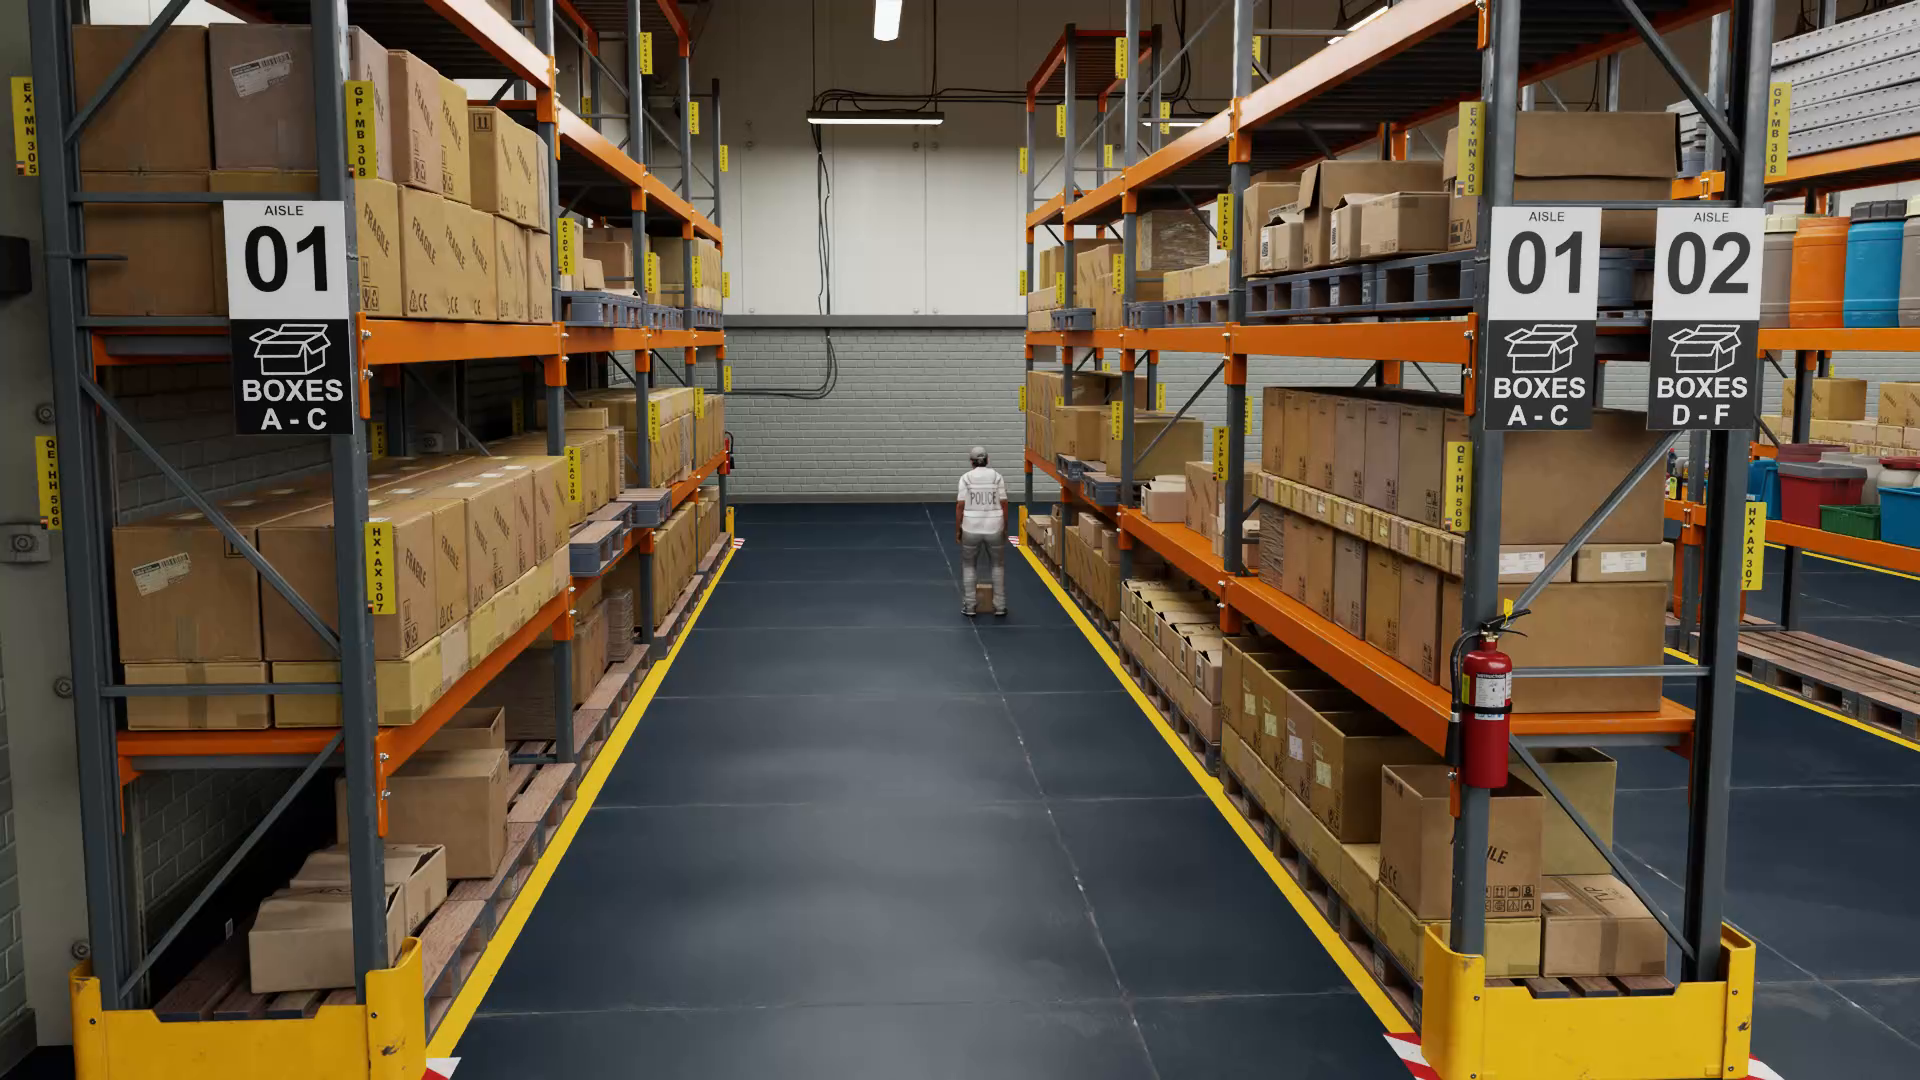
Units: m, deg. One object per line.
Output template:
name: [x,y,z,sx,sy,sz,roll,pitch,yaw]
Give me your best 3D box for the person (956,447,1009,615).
person: [0.227,-0.087,16.440,0.549,1.664,0.470,-1,7,-5]
